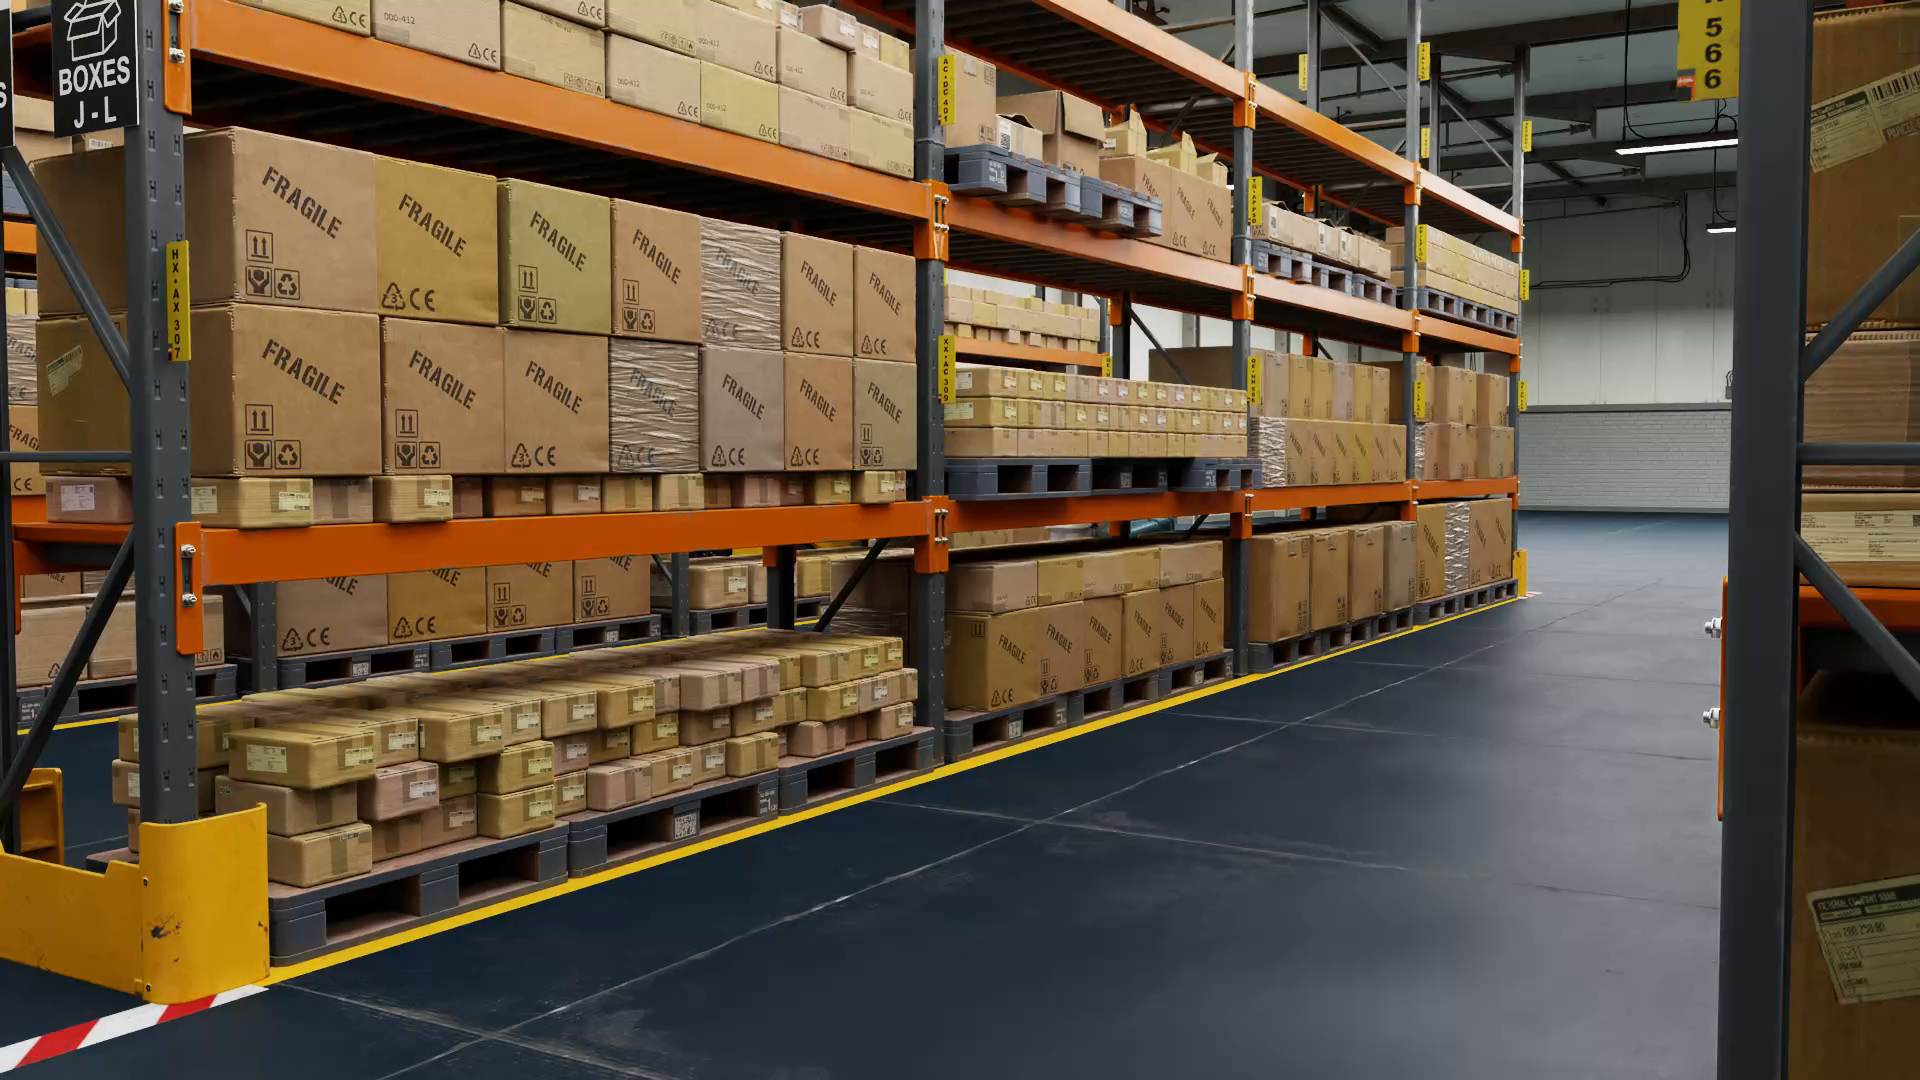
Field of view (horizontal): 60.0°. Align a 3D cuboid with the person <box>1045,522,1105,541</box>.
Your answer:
[{"bbox_3d":[0.966,-0.074,14.159,0.494,1.783,0.558,2,3,32],"label":"person"}]
